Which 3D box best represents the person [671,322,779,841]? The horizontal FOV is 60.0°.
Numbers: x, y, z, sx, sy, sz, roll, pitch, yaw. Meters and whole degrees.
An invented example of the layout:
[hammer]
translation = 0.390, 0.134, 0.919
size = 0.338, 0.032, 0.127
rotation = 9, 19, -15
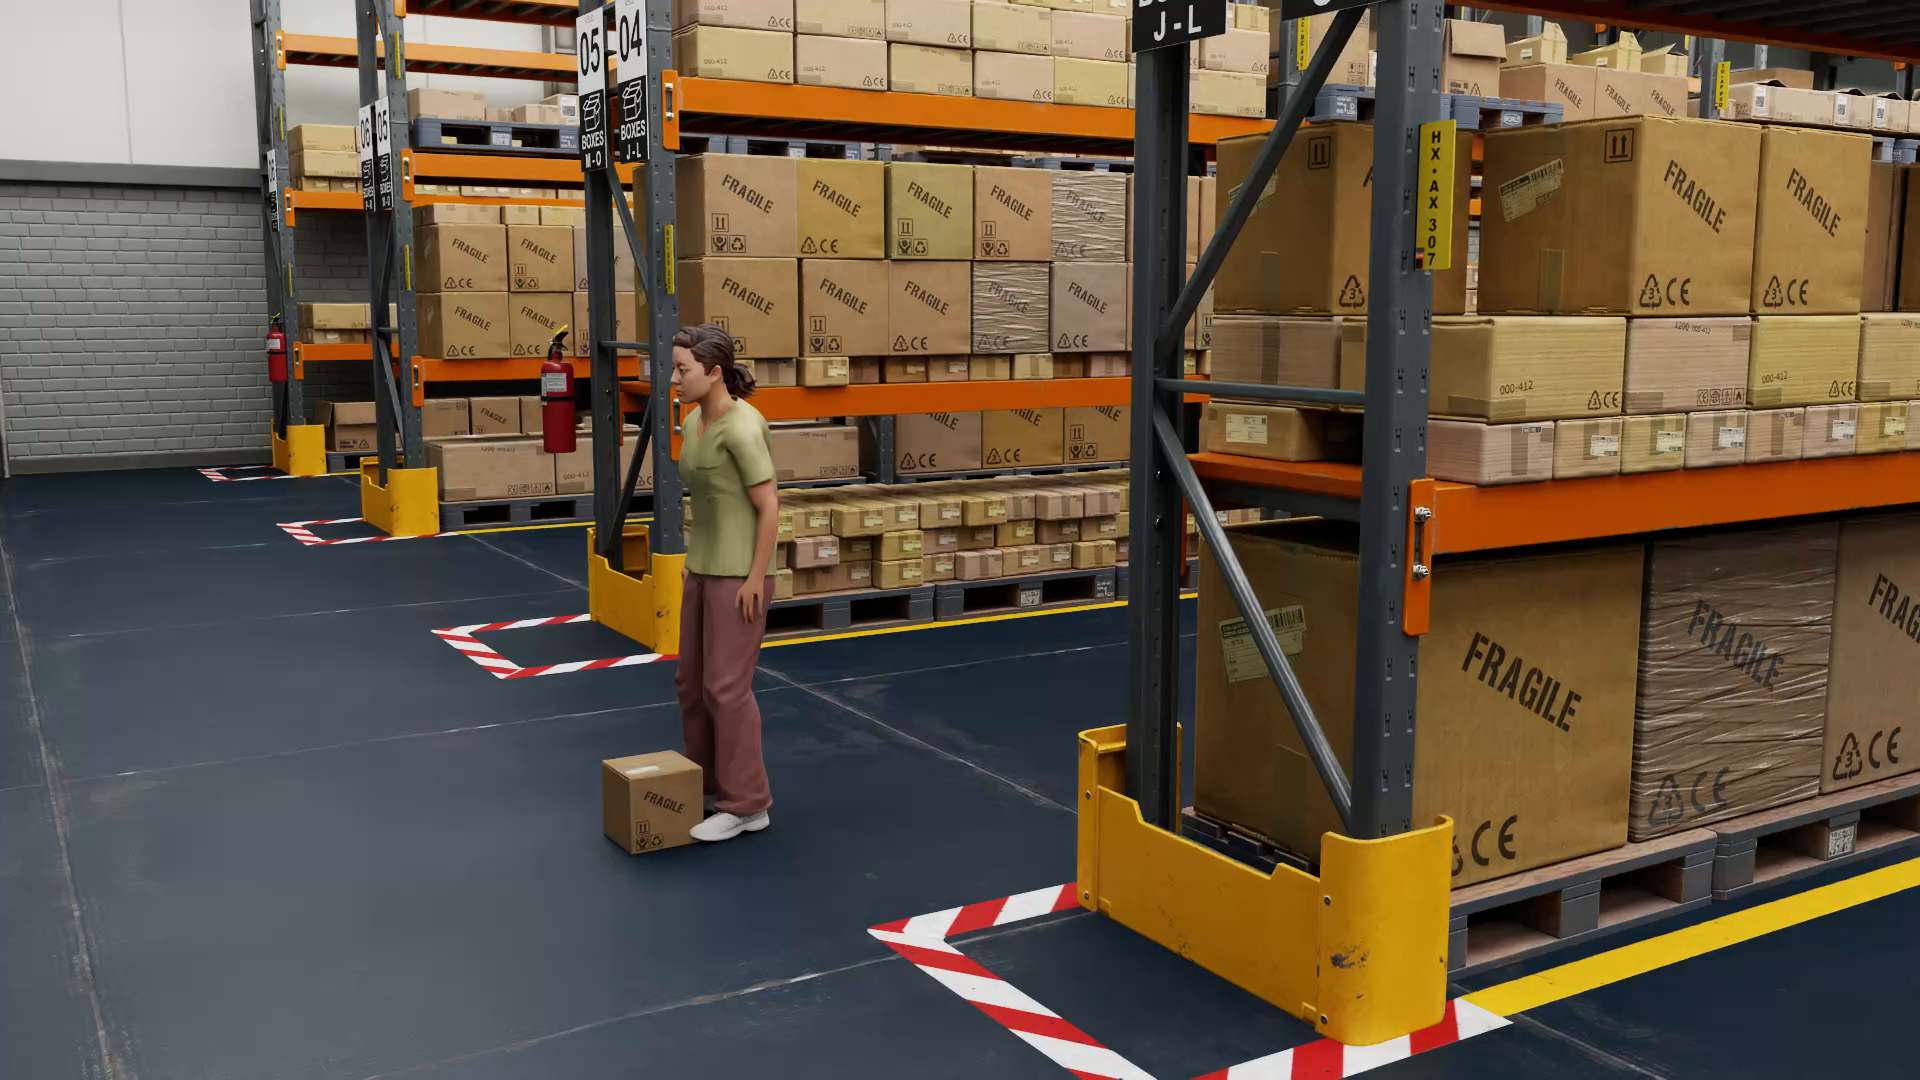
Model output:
[person]
translation = -0.792, 0.128, 5.451
size = 0.364, 1.671, 0.508
rotation = -6, 10, -34
